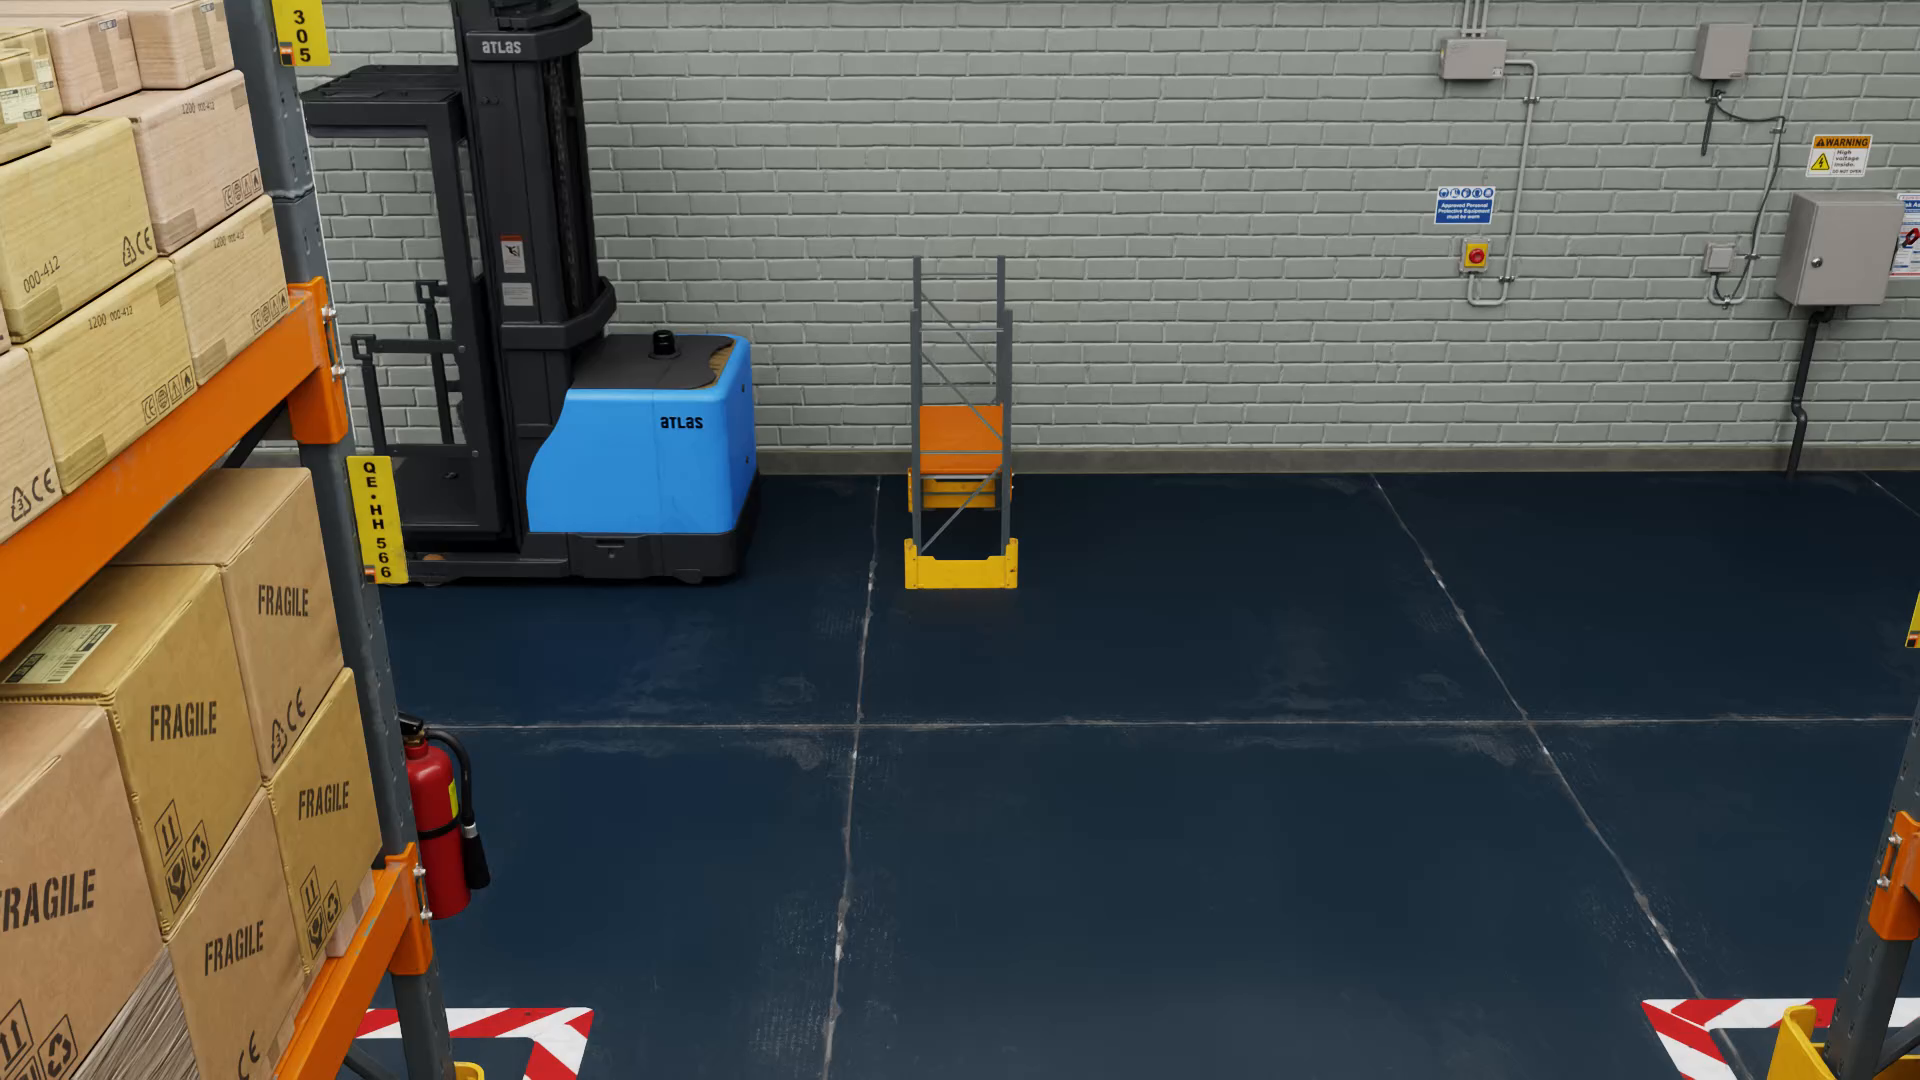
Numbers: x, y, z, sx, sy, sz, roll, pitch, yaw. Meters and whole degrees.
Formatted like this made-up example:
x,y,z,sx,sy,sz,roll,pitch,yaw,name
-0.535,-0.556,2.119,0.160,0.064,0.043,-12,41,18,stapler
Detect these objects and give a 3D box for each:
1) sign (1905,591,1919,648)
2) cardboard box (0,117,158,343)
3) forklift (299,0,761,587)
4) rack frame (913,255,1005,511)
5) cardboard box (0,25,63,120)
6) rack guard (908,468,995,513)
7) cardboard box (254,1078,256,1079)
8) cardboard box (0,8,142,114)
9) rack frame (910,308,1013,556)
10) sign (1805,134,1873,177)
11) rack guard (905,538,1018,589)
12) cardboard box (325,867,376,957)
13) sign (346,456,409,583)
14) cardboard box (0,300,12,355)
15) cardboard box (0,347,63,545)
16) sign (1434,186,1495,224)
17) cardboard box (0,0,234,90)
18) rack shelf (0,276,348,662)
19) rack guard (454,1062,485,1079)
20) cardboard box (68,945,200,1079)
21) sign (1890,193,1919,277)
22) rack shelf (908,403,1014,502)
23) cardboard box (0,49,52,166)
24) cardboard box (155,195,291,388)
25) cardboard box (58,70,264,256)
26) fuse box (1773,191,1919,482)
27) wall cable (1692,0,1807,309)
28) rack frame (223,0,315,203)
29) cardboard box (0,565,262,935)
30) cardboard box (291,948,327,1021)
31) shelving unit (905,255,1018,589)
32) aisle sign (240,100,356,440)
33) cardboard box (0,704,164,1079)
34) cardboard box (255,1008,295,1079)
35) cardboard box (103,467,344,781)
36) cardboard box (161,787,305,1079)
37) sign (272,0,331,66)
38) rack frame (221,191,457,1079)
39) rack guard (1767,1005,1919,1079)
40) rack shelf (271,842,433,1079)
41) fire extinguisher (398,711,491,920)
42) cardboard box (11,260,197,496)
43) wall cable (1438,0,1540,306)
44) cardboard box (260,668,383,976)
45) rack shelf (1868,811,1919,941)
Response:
x,y,z,sx,sy,sz,roll,pitch,yaw,name
2.467,0.126,4.184,0.100,0.325,0.005,0,24,-1,sign
-1.661,-0.506,2.665,0.500,0.250,0.500,-1,24,-2,cardboard box
-2.662,-1.309,8.587,3.031,2.935,1.130,1,24,1,forklift
-0.005,-0.858,9.326,0.500,1.500,0.032,0,24,-1,rack frame
-1.721,-0.744,2.706,0.380,0.149,0.250,-1,24,-2,cardboard box
-0.005,-0.288,9.583,0.587,0.250,0.087,0,24,-1,rack guard
-1.632,1.179,3.308,0.380,0.149,0.250,0,24,1,cardboard box
-1.703,-0.850,2.940,0.380,0.149,0.250,0,24,0,cardboard box
0.006,-0.439,8.400,0.500,1.500,0.032,0,24,-1,rack frame
4.981,-2.177,9.422,0.339,0.242,0.001,0,24,-1,sign
0.006,0.123,8.675,0.587,0.250,0.087,0,24,-1,rack guard
-1.641,0.868,3.996,0.380,0.149,0.250,0,24,0,cardboard box
-1.372,-0.045,3.922,0.100,0.325,0.005,0,24,-1,sign
-1.658,-0.295,2.198,0.500,0.250,0.500,0,24,0,cardboard box
-1.653,-0.077,2.322,0.500,0.250,0.500,1,24,2,cardboard box
2.888,-1.915,9.516,0.327,0.218,0.001,0,24,-1,sign
-1.630,-0.952,3.166,0.380,0.149,0.250,0,24,-1,cardboard box
-1.905,0.406,1.946,1.077,0.370,4.000,0,24,-1,rack shelf
-1.926,1.791,4.684,1.175,0.500,0.348,0,24,-1,rack guard
-1.649,1.045,2.818,0.500,0.500,0.500,0,24,0,cardboard box
5.531,-1.760,9.618,0.329,0.494,0.001,0,24,-1,sign
0.001,-0.484,8.937,0.538,0.185,1.000,0,24,-1,rack shelf
-1.610,-0.635,2.467,0.380,0.149,0.250,0,24,0,cardboard box
-1.657,-0.492,3.239,0.500,0.250,0.500,-1,24,-2,cardboard box
-1.668,-0.717,3.131,0.500,0.250,0.500,-1,24,-2,cardboard box
5.039,-1.129,9.670,0.539,1.711,0.414,0,24,-1,fuse box
4.355,-2.241,9.332,0.588,1.984,0.122,0,24,-1,wall cable
-1.927,-2.113,3.002,1.000,3.000,0.127,0,24,-1,rack frame
-1.668,0.380,3.074,0.500,0.500,0.500,-1,24,-2,cardboard box
-1.676,0.971,3.769,0.380,0.149,0.250,0,24,-1,cardboard box
0.001,-0.652,8.871,0.587,1.500,1.083,0,24,-1,shelving unit
-1.628,-0.595,3.772,0.394,0.787,0.004,0,24,-1,aisle sign
-1.653,0.594,2.600,0.500,0.500,0.500,1,24,2,cardboard box
-1.658,1.074,3.540,0.380,0.149,0.250,0,24,-1,cardboard box
-1.673,0.171,3.536,0.500,0.500,0.500,-1,24,-2,cardboard box
-1.664,0.836,3.280,0.500,0.500,0.500,-1,24,-1,cardboard box
-1.372,-1.144,3.425,0.100,0.325,0.005,0,24,-1,sign
-1.927,0.621,4.238,1.000,3.000,0.127,0,24,-1,rack frame
3.021,1.686,4.916,1.175,0.500,0.348,0,24,-1,rack guard
-1.905,1.772,2.564,1.077,0.370,4.000,0,24,-1,rack shelf
-1.468,0.720,4.565,0.296,0.674,0.183,0,24,-1,fire extinguisher
-1.645,-0.281,2.774,0.500,0.250,0.500,0,24,0,cardboard box
2.937,-2.244,9.301,0.585,1.953,0.123,0,24,-1,wall cable
-1.665,0.623,3.749,0.500,0.500,0.500,0,24,1,cardboard box
3.043,1.709,2.705,1.077,0.370,4.000,0,24,-1,rack shelf
